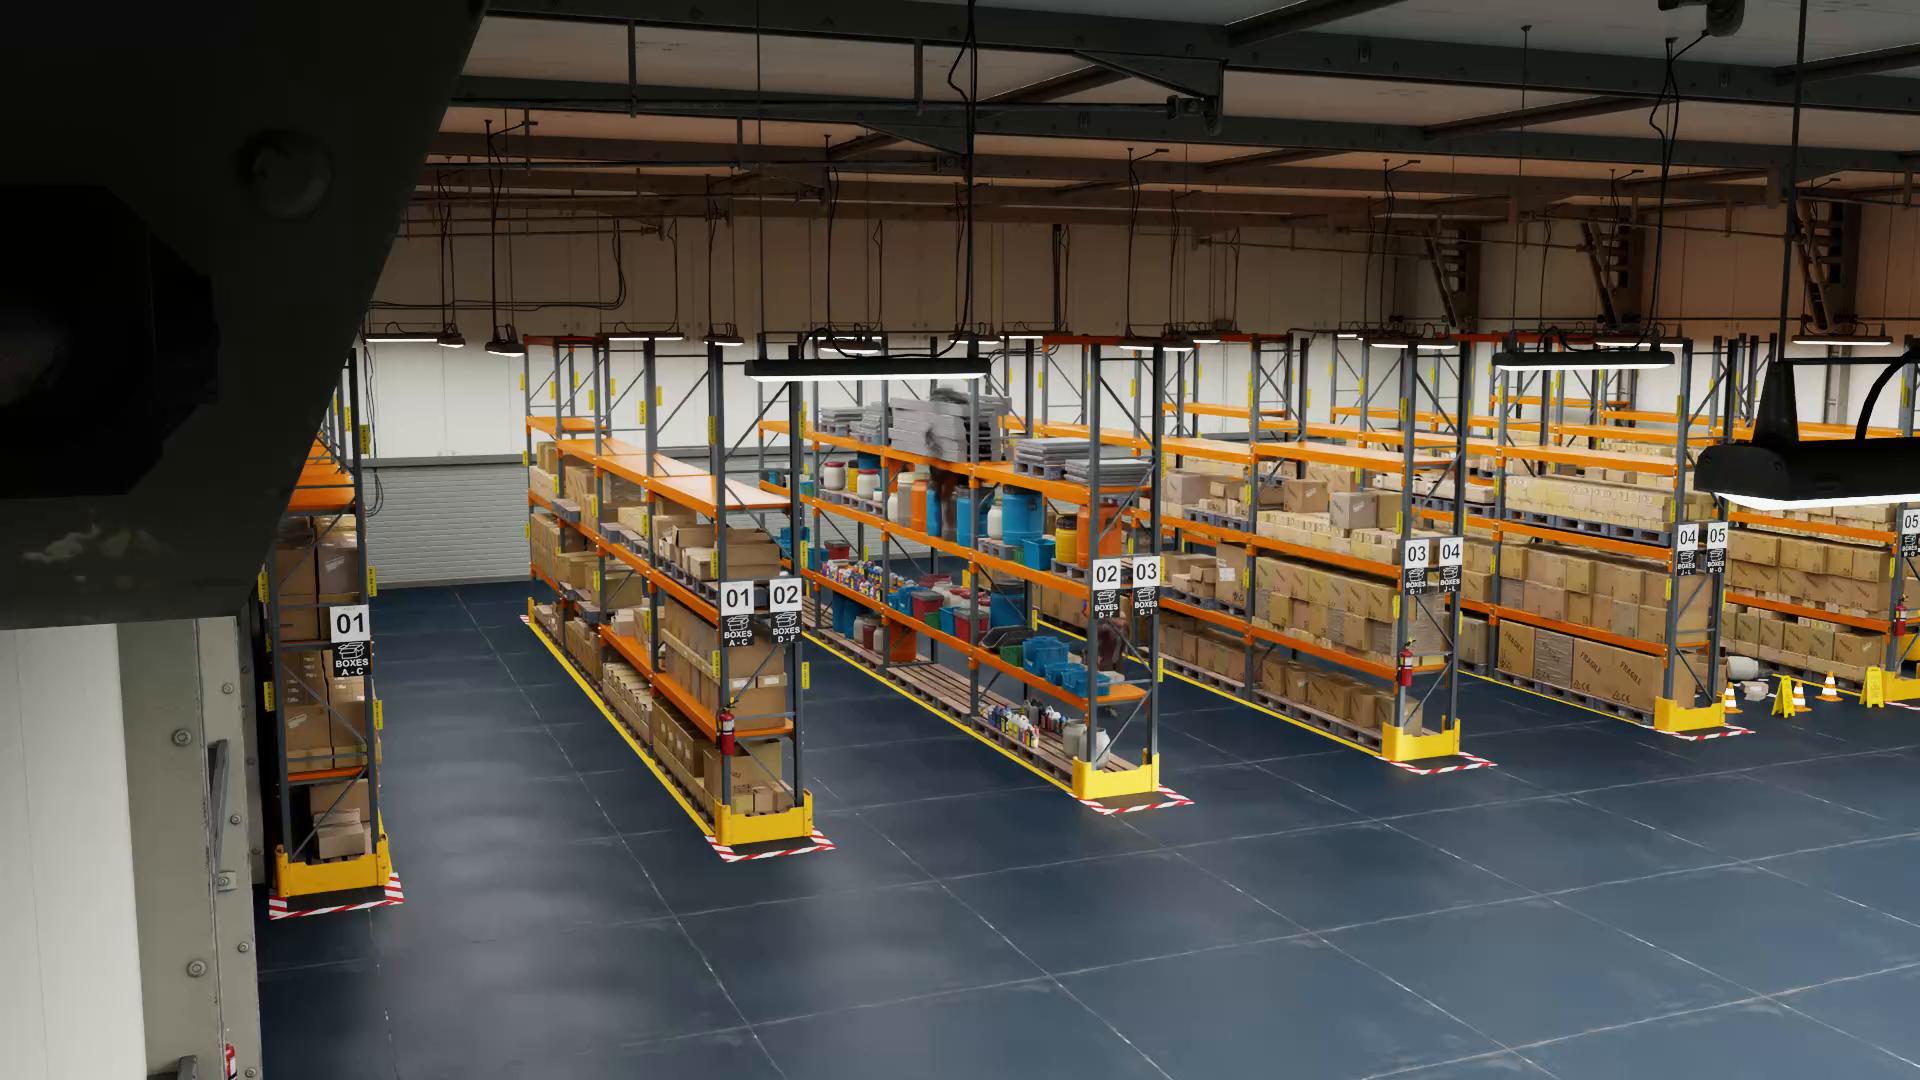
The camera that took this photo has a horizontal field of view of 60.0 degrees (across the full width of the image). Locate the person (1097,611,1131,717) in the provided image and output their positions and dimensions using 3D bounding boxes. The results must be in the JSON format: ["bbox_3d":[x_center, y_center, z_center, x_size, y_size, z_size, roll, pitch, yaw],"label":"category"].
[{"bbox_3d":[2.384,1.945,26.855,0.713,1.727,0.893,-5,9,-33],"label":"person"}]

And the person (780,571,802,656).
[{"bbox_3d":[-3.301,1.358,31.314,0.700,1.651,0.971,-2,8,-16],"label":"person"}]

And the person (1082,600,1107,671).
[{"bbox_3d":[2.468,1.553,29.986,0.563,1.609,0.589,-4,8,-25],"label":"person"}]
